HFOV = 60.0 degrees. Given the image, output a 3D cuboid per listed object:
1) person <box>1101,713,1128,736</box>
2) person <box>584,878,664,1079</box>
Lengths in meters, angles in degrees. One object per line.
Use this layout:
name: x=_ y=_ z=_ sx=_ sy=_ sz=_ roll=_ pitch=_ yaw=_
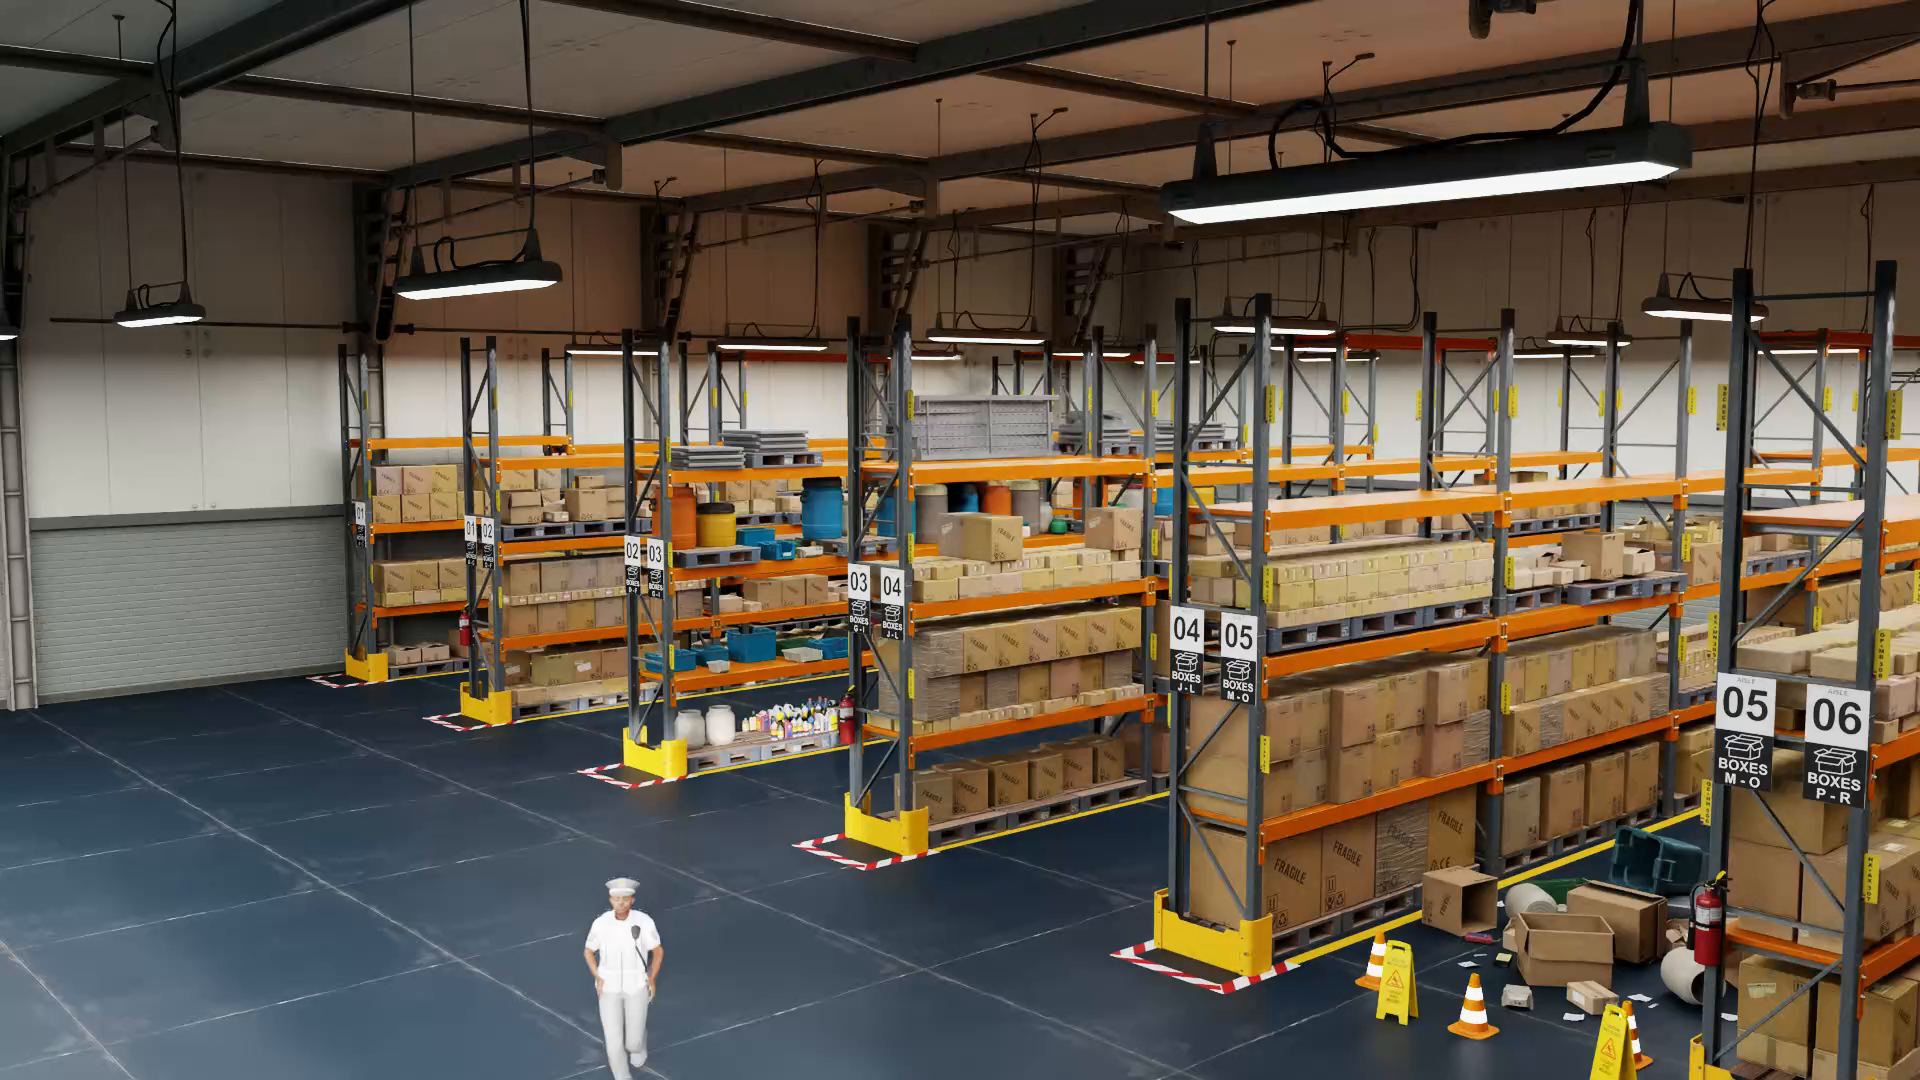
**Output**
person: x=2.157 y=1.865 z=23.610 sx=0.639 sy=1.850 sz=0.810 roll=5 pitch=7 yaw=44
person: x=-2.460 y=3.263 z=12.174 sx=0.575 sy=1.668 sz=0.608 roll=-1 pitch=5 yaw=-6
